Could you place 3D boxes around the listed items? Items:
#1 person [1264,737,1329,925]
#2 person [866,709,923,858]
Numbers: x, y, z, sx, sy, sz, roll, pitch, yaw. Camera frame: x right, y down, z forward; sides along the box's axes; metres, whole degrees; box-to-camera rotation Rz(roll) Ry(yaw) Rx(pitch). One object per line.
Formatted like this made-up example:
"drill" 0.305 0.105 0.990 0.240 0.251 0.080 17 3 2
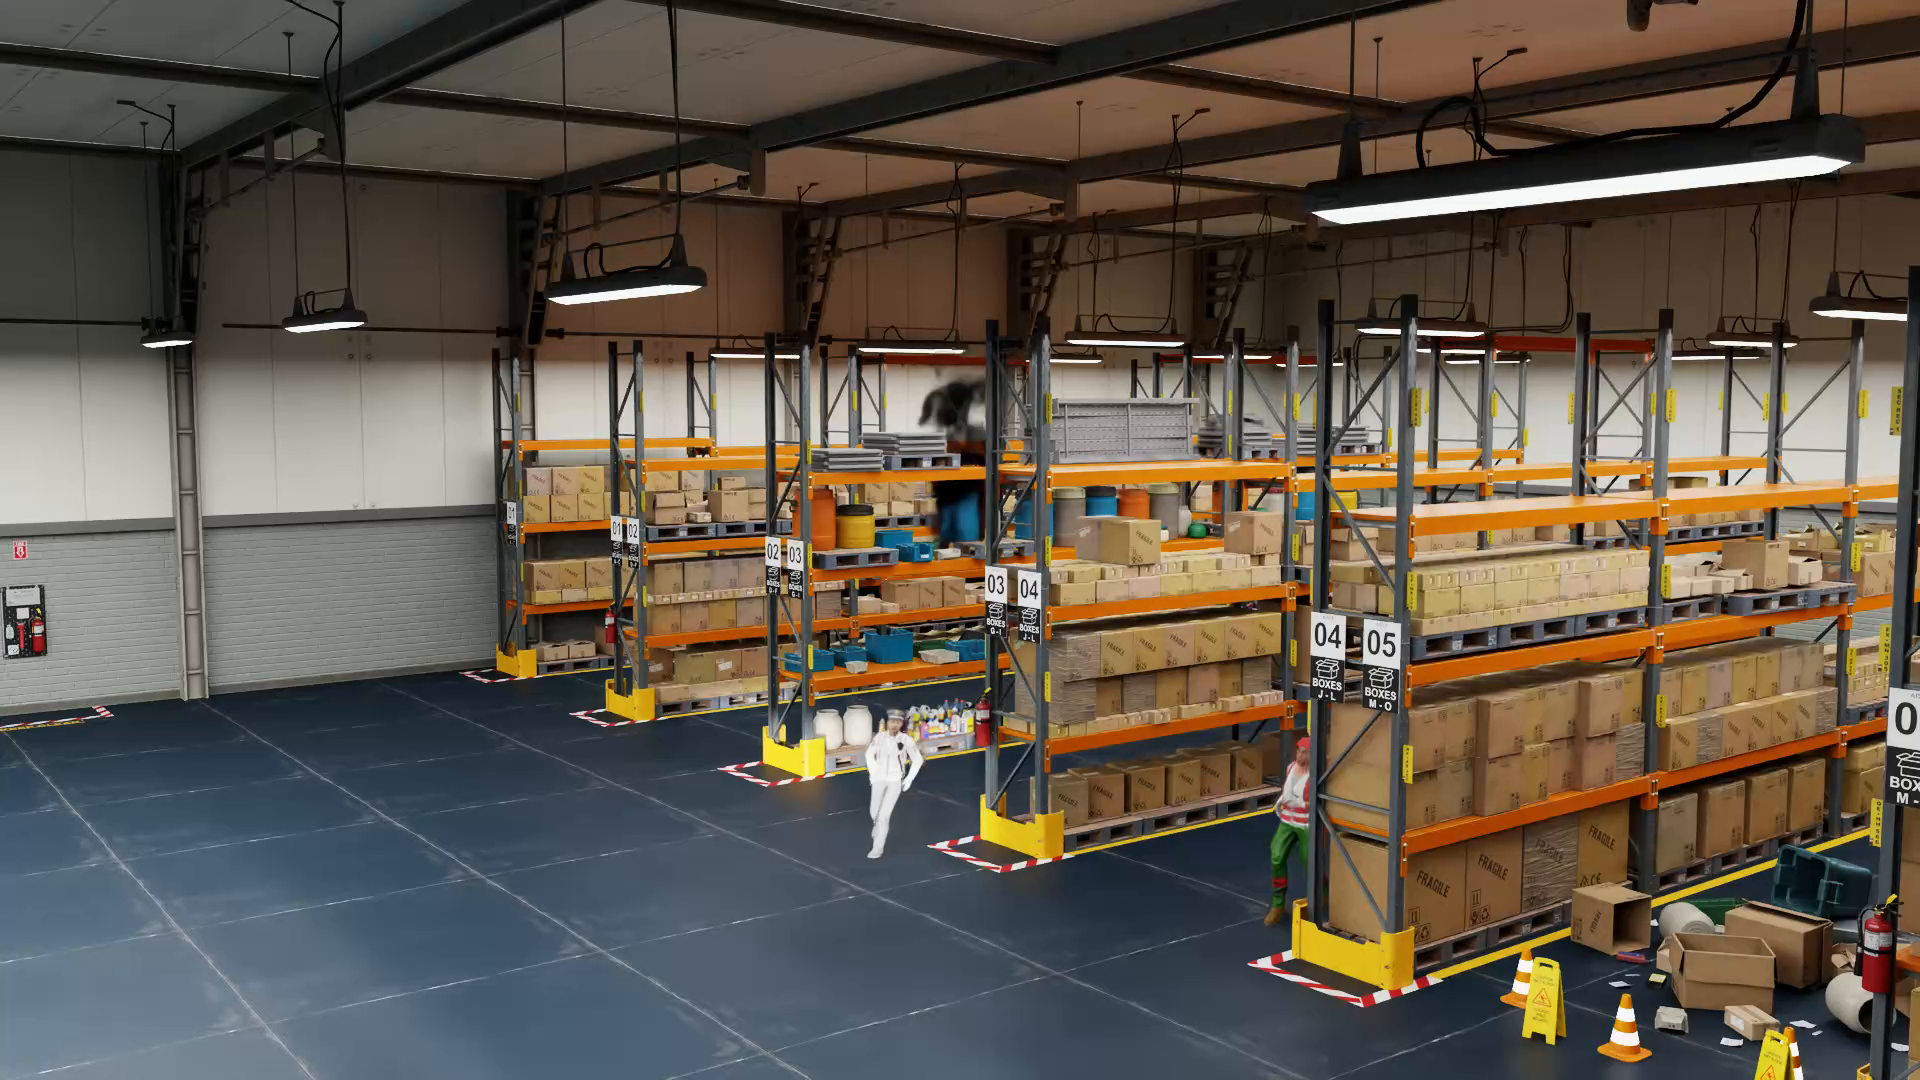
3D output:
"person" 3.345 2.841 16.430 0.671 1.806 0.903 5 7 44
"person" -0.745 2.701 18.723 0.660 1.655 0.670 1 5 11
